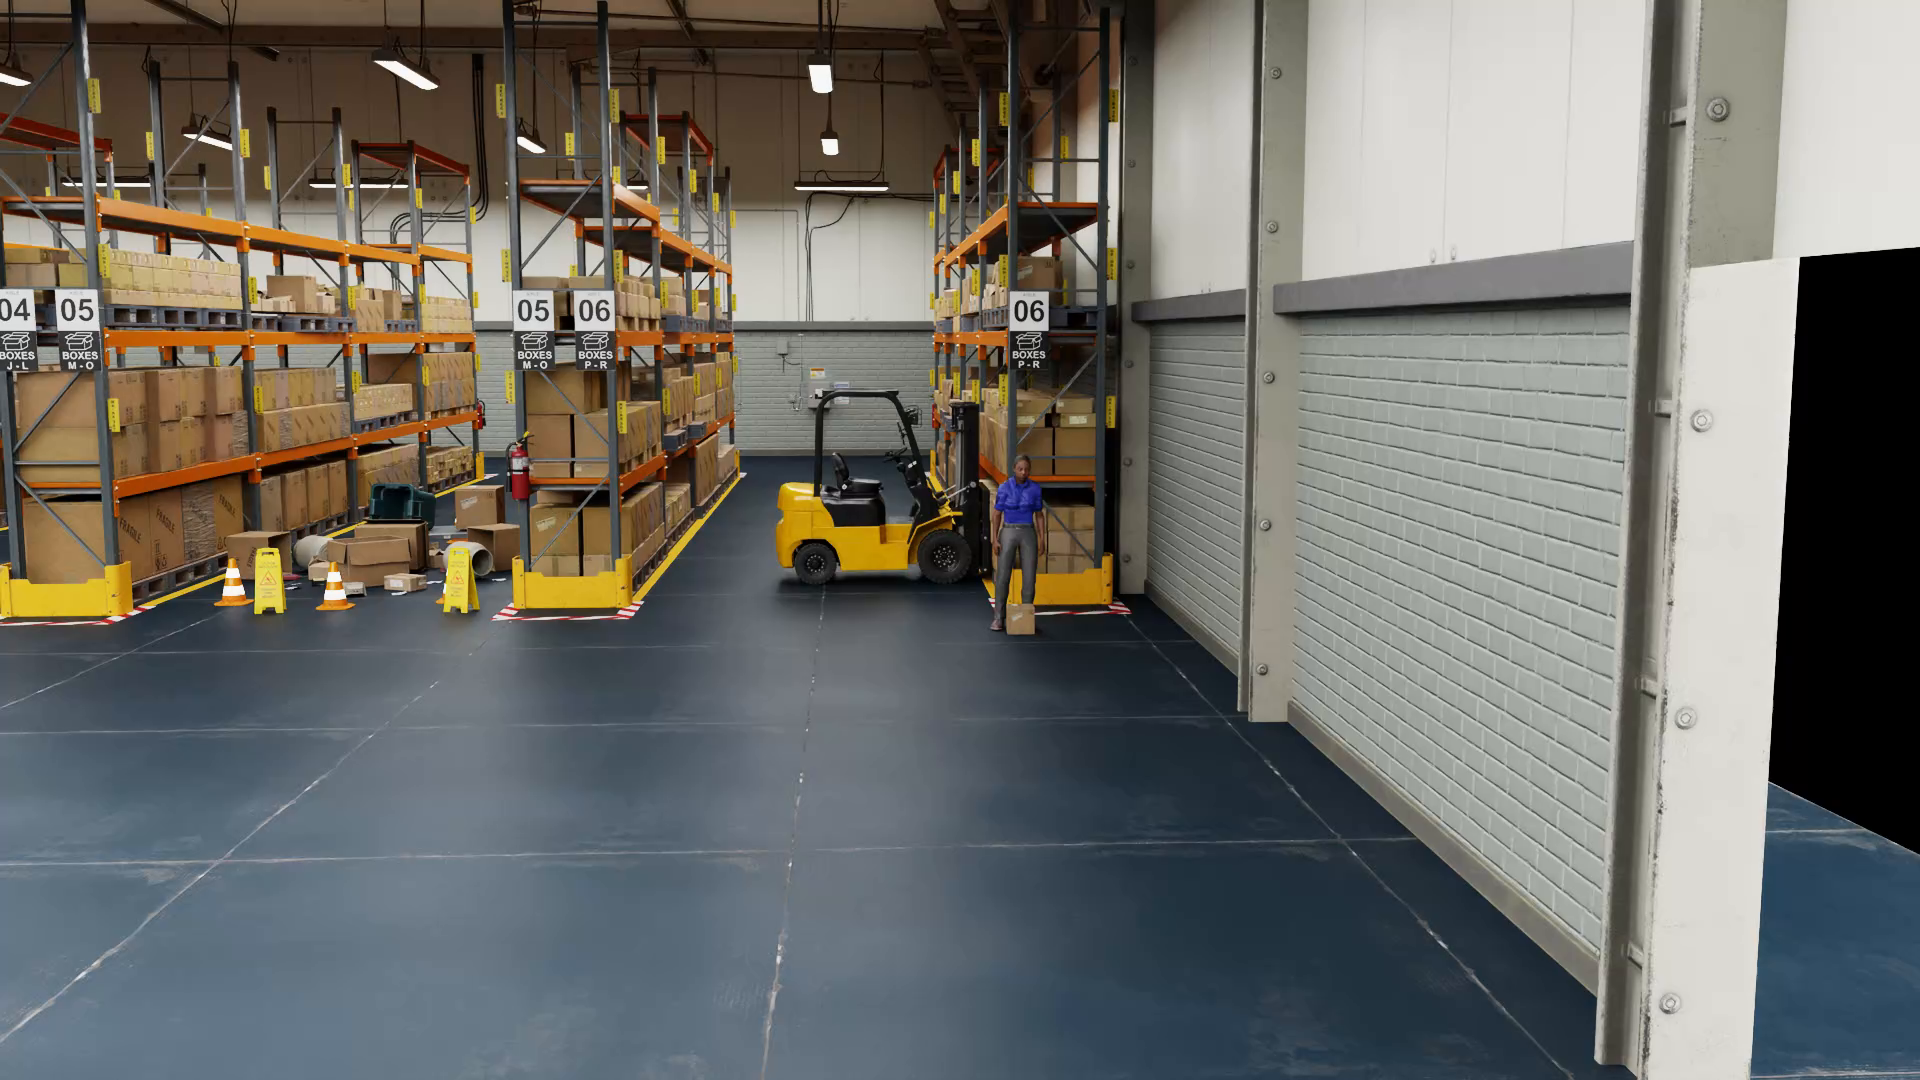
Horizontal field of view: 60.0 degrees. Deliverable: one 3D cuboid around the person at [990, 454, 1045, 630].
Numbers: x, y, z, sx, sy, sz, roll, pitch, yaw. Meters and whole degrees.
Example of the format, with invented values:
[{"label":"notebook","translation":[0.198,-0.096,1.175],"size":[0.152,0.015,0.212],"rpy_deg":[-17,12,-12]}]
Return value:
[{"label":"person","translation":[0.541,0.012,15.668],"size":[0.532,1.655,0.346],"rpy_deg":[-1,7,-7]}]
